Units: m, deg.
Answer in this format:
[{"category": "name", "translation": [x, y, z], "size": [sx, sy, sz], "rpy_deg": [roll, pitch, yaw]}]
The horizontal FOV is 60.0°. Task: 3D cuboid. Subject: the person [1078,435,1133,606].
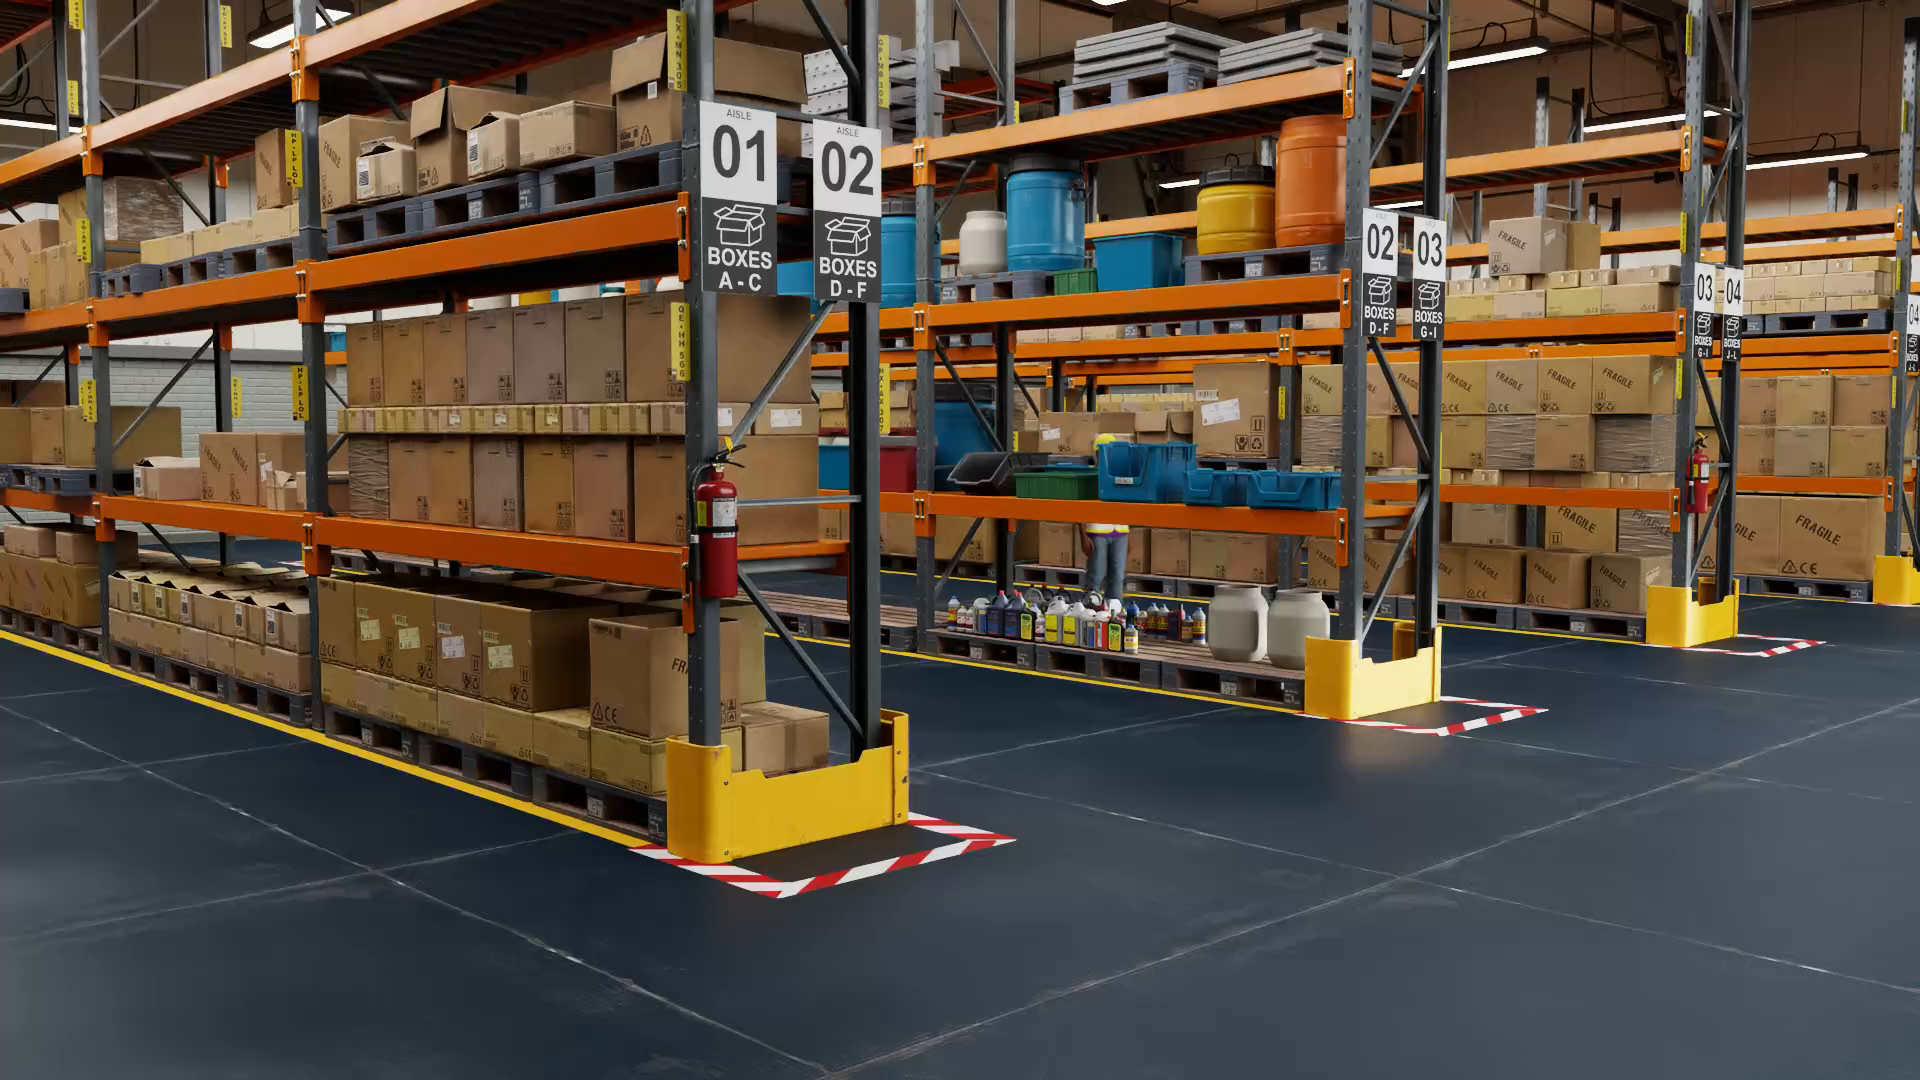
[{"category": "person", "translation": [1.288, -0.039, 14.625], "size": [0.564, 1.770, 0.380], "rpy_deg": [-2, 4, -28]}]
